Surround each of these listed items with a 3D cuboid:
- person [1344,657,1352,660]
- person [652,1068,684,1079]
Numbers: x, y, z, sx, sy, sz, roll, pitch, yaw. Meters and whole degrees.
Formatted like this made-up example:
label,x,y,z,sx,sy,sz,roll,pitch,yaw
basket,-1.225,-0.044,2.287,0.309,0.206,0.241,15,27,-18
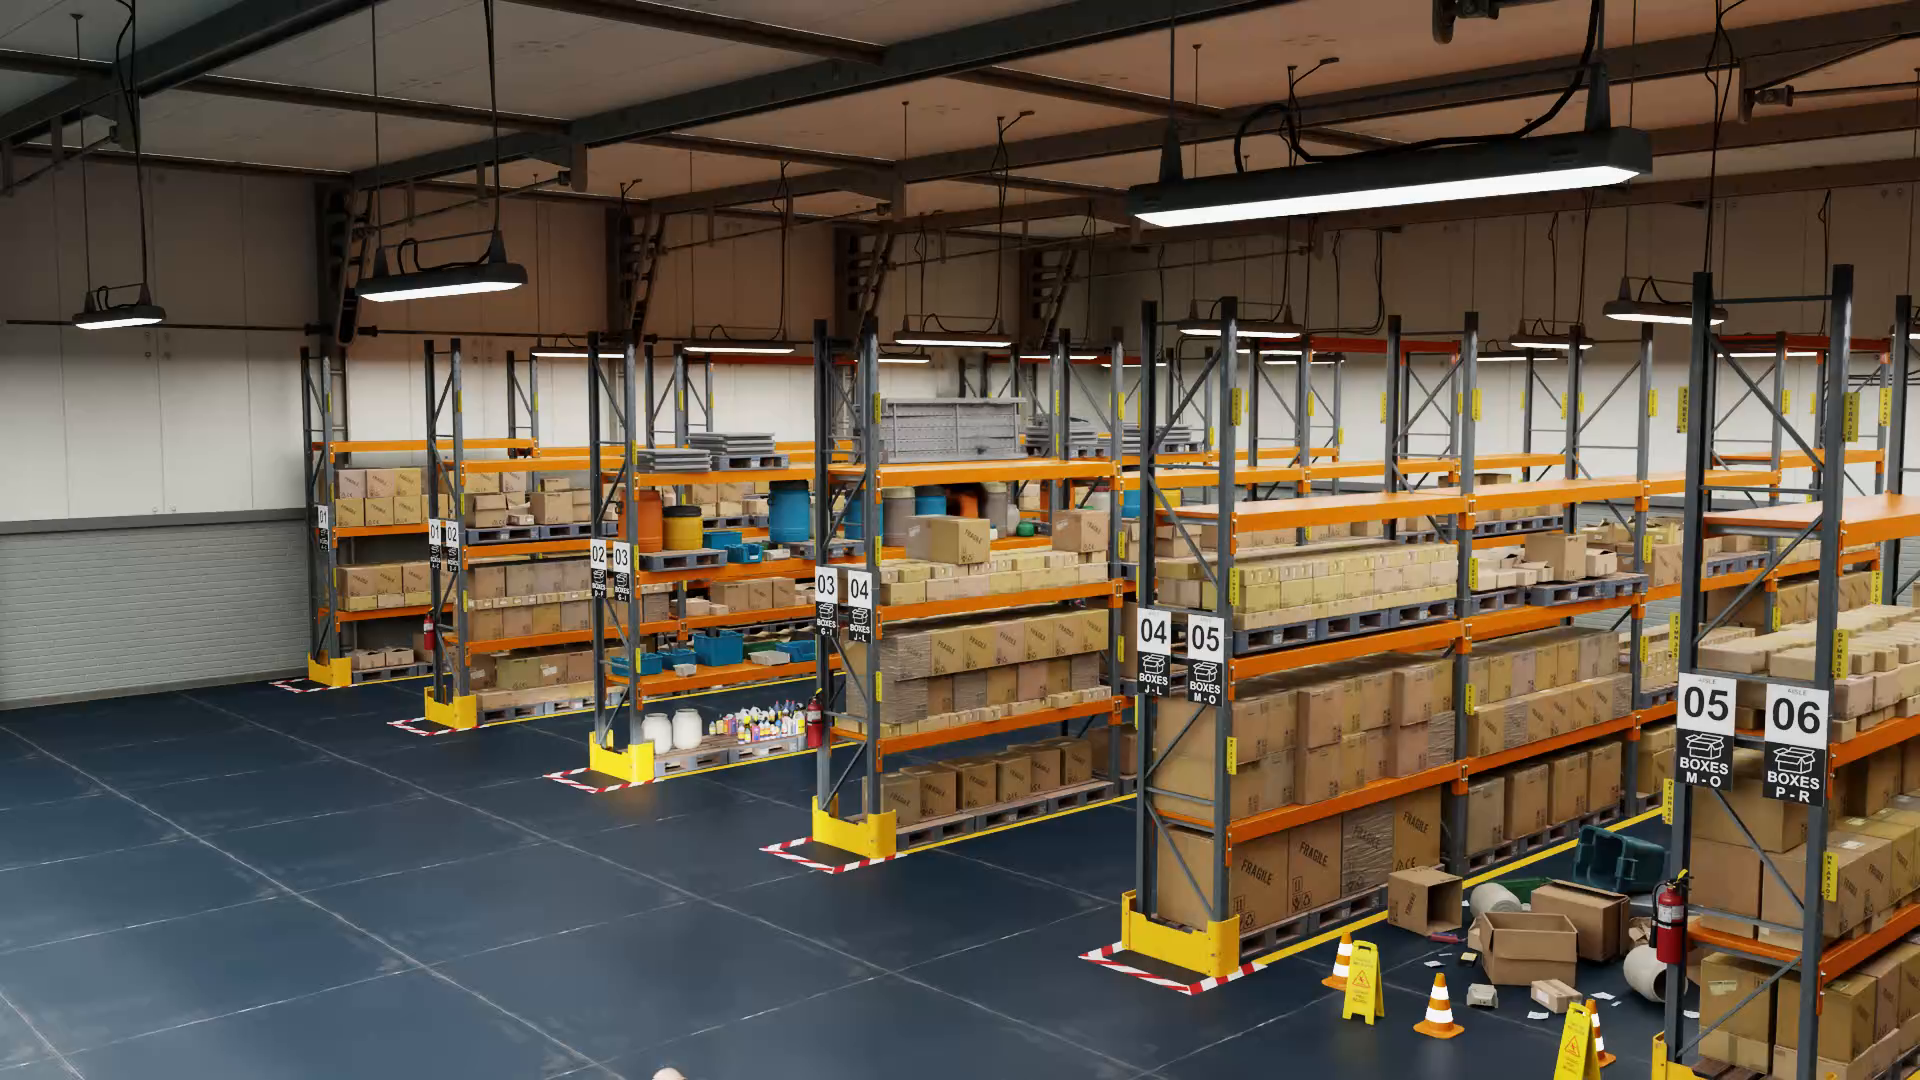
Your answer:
label,x,y,z,sx,sy,sz,roll,pitch,yaw
person,5.337,2.305,22.702,0.692,1.836,0.820,4,7,41
person,-1.455,3.533,8.337,0.699,1.823,0.893,-1,5,-8
